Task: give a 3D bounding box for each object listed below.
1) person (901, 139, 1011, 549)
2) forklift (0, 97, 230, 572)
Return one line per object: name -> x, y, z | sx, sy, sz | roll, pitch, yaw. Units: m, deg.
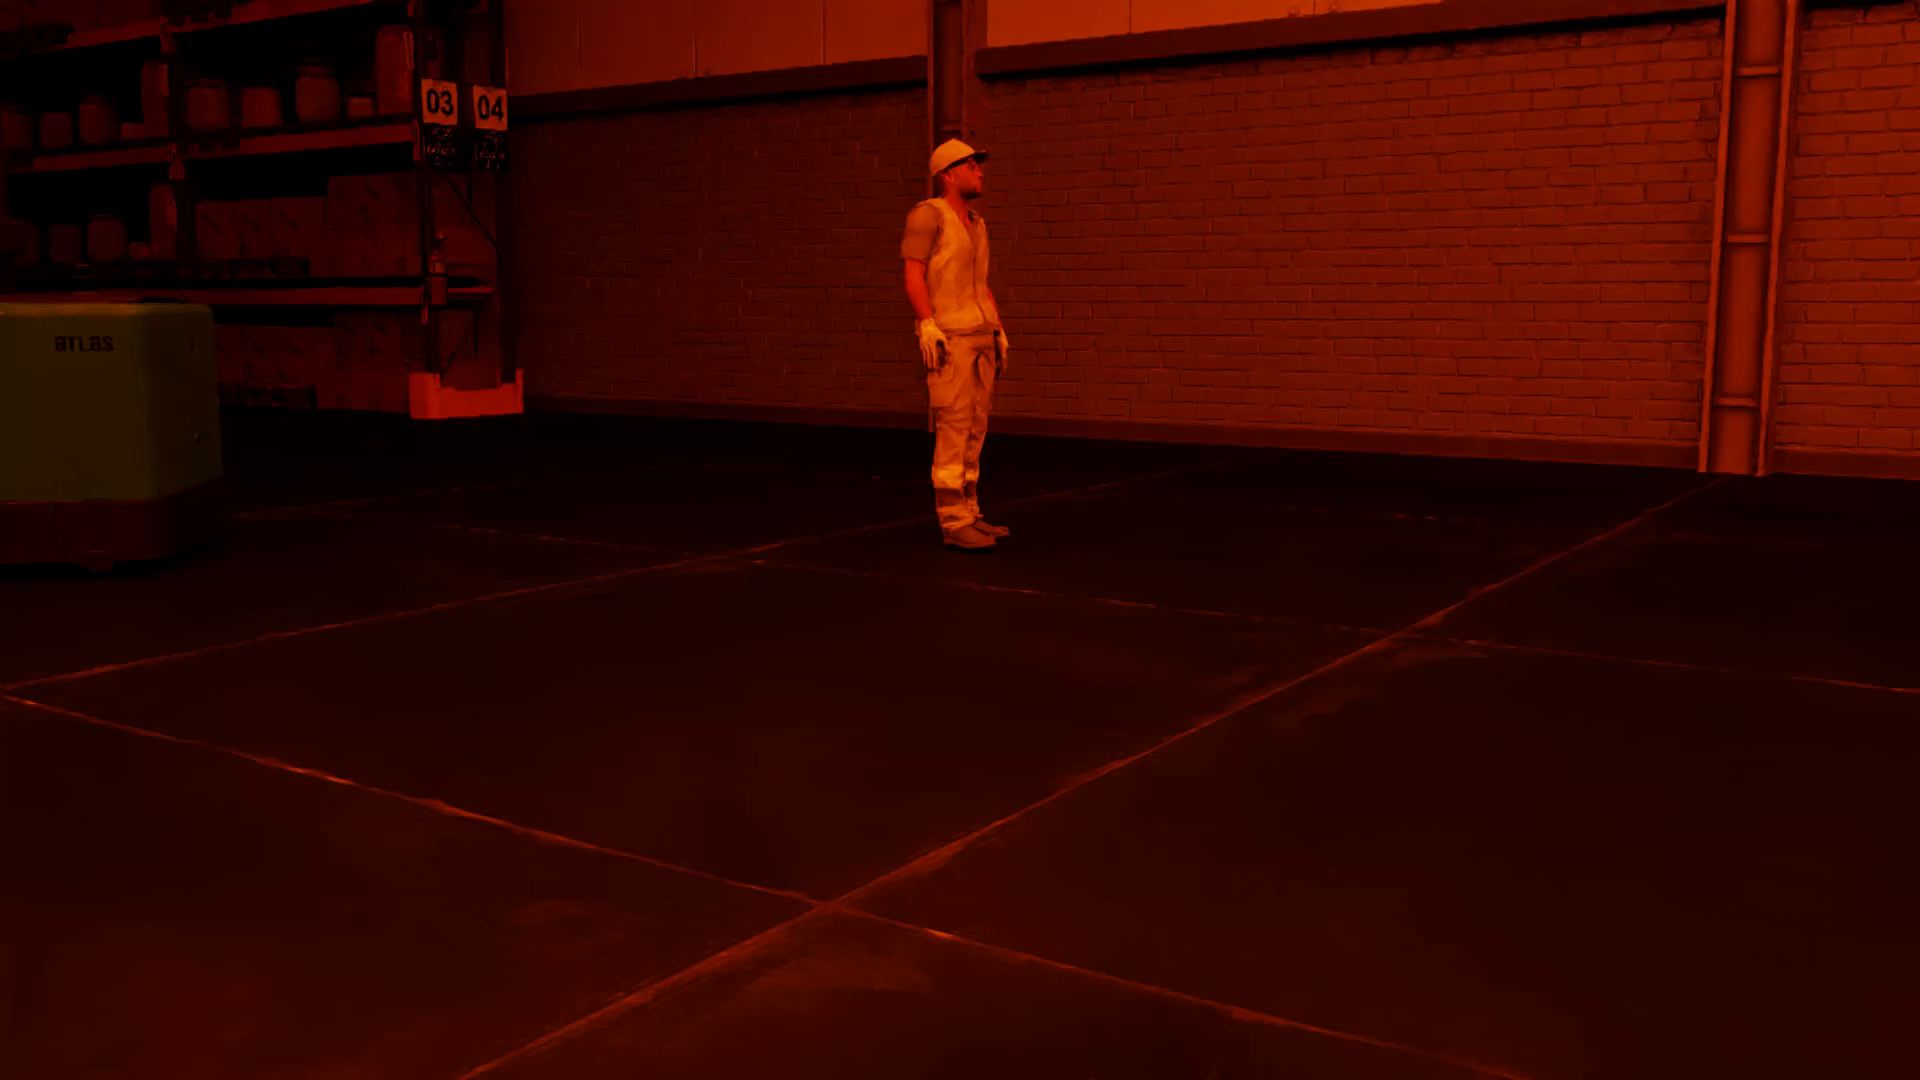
person -> 0.061, -0.885, 7.423 | 0.561, 1.787, 0.637 | 5, 10, 34
forklift -> -4.717, -1.343, 6.637 | 3.031, 2.935, 1.130 | -1, 8, -9
